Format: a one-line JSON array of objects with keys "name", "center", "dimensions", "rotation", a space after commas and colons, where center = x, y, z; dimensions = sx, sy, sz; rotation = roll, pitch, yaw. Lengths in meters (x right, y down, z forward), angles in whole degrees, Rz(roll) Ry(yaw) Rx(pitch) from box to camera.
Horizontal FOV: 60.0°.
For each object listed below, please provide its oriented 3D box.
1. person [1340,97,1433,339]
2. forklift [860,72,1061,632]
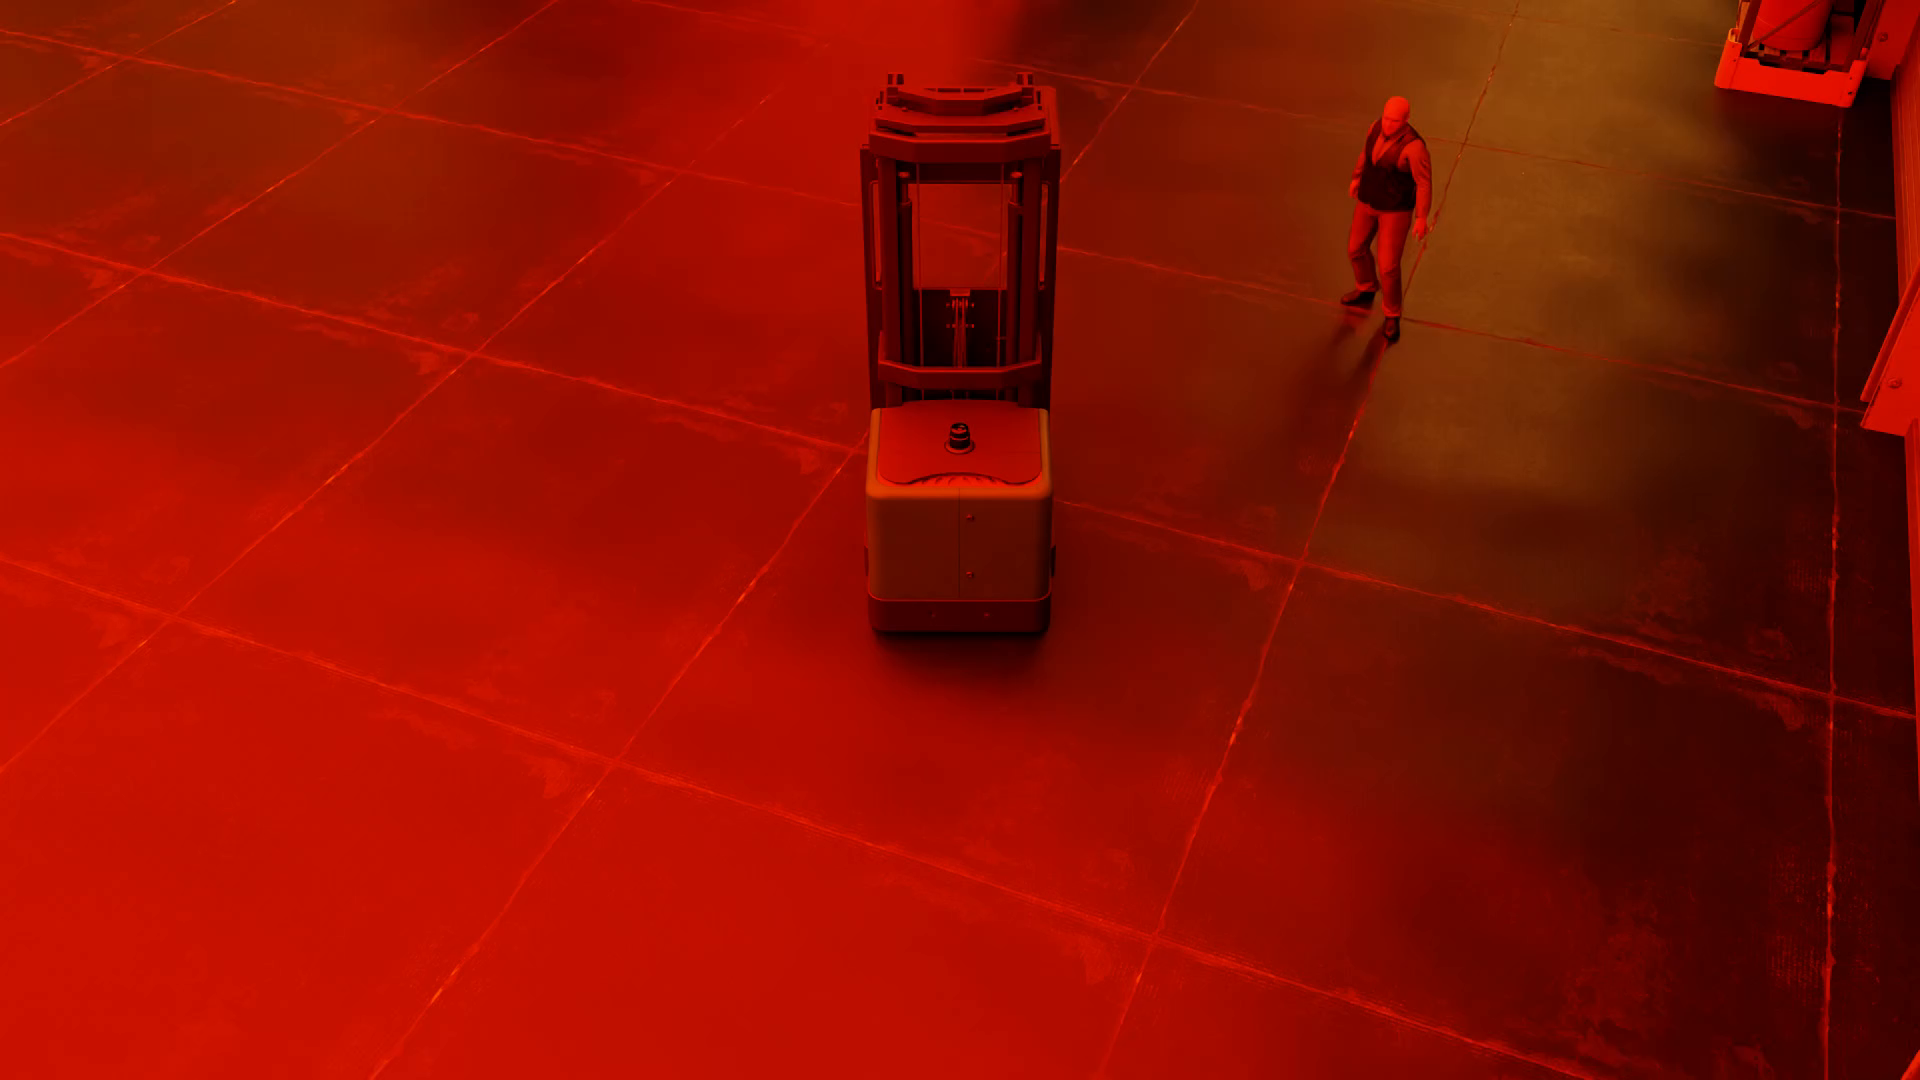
[{"name": "person", "center": [3.031, -2.362, 11.798], "dimensions": [0.386, 1.693, 0.840], "rotation": [-23, 45, -25]}, {"name": "forklift", "center": [0.002, -1.515, 9.816], "dimensions": [1.130, 2.935, 3.031], "rotation": [0, 40, 0]}]
